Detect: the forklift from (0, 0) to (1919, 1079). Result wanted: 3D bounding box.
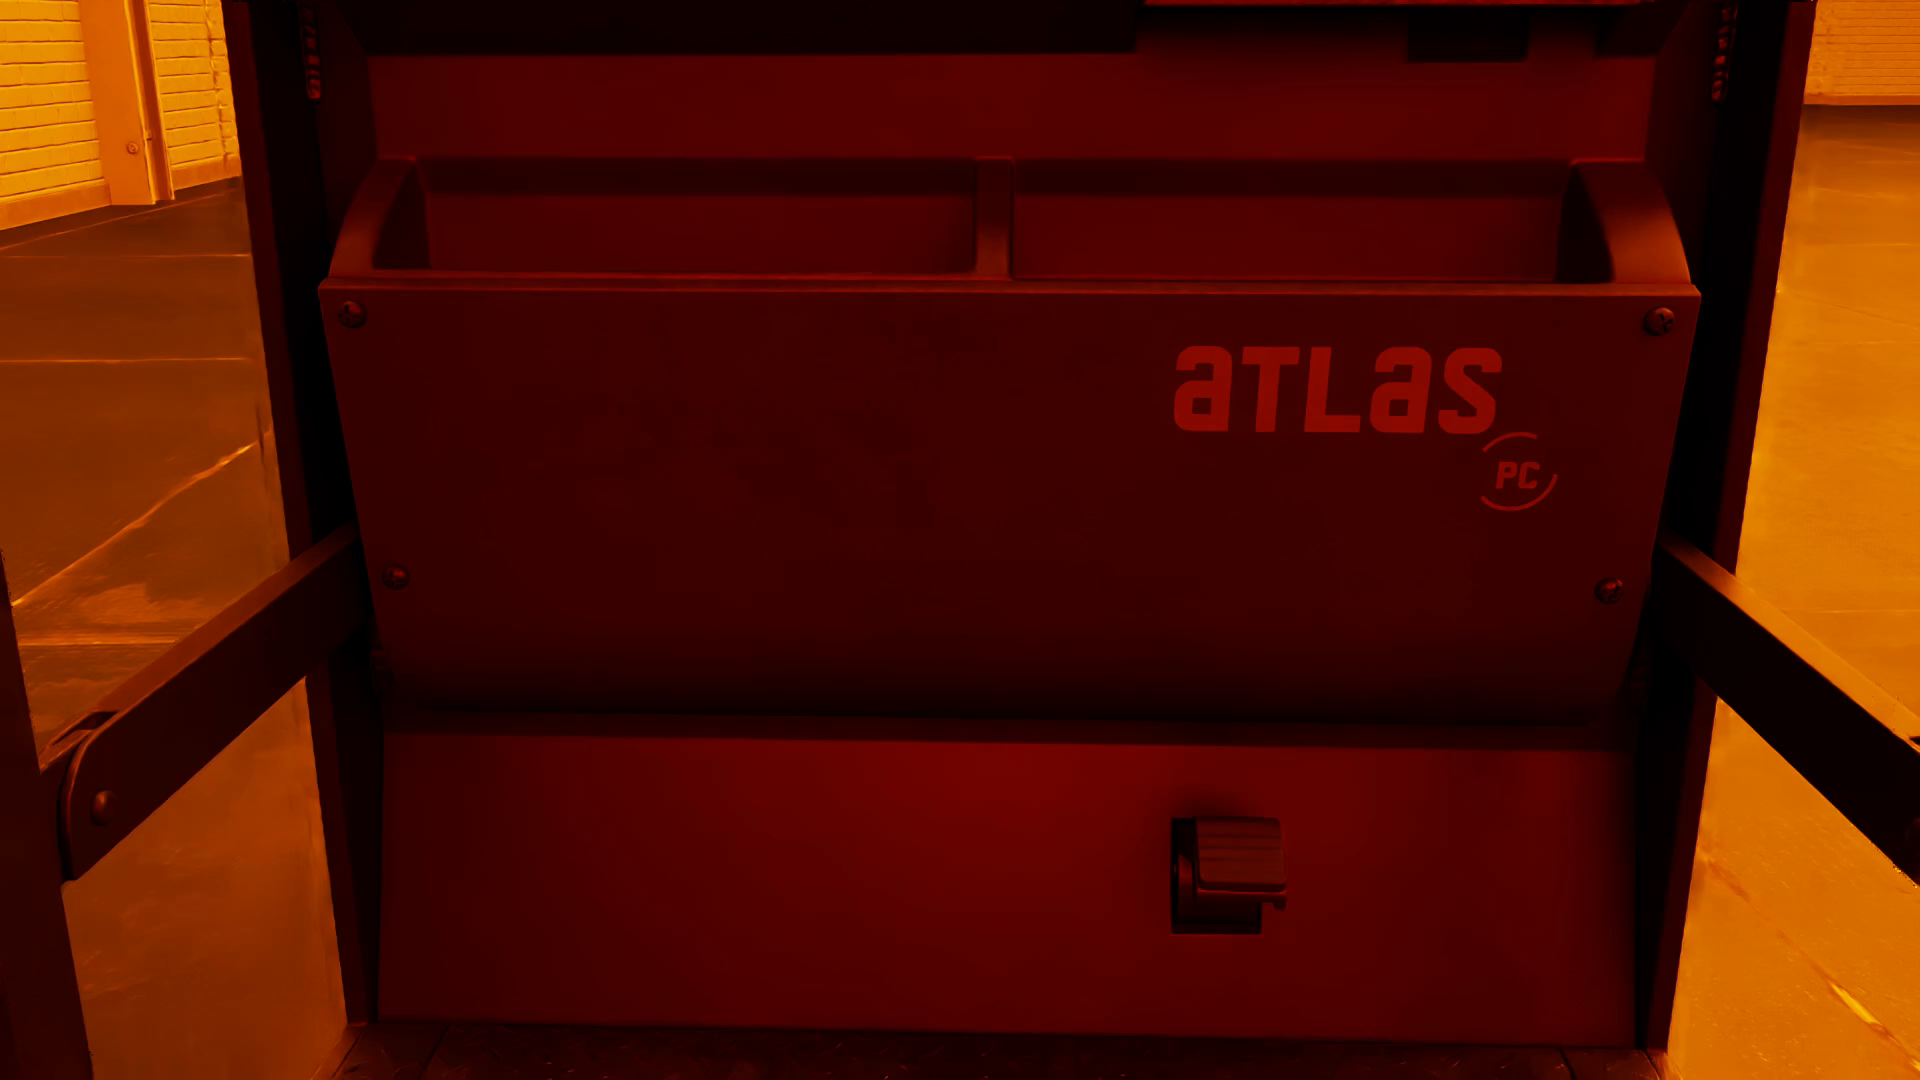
[{"bbox_3d":[0.024,-0.592,0.844,1.130,2.935,3.031,1,17,2],"label":"forklift"}]
